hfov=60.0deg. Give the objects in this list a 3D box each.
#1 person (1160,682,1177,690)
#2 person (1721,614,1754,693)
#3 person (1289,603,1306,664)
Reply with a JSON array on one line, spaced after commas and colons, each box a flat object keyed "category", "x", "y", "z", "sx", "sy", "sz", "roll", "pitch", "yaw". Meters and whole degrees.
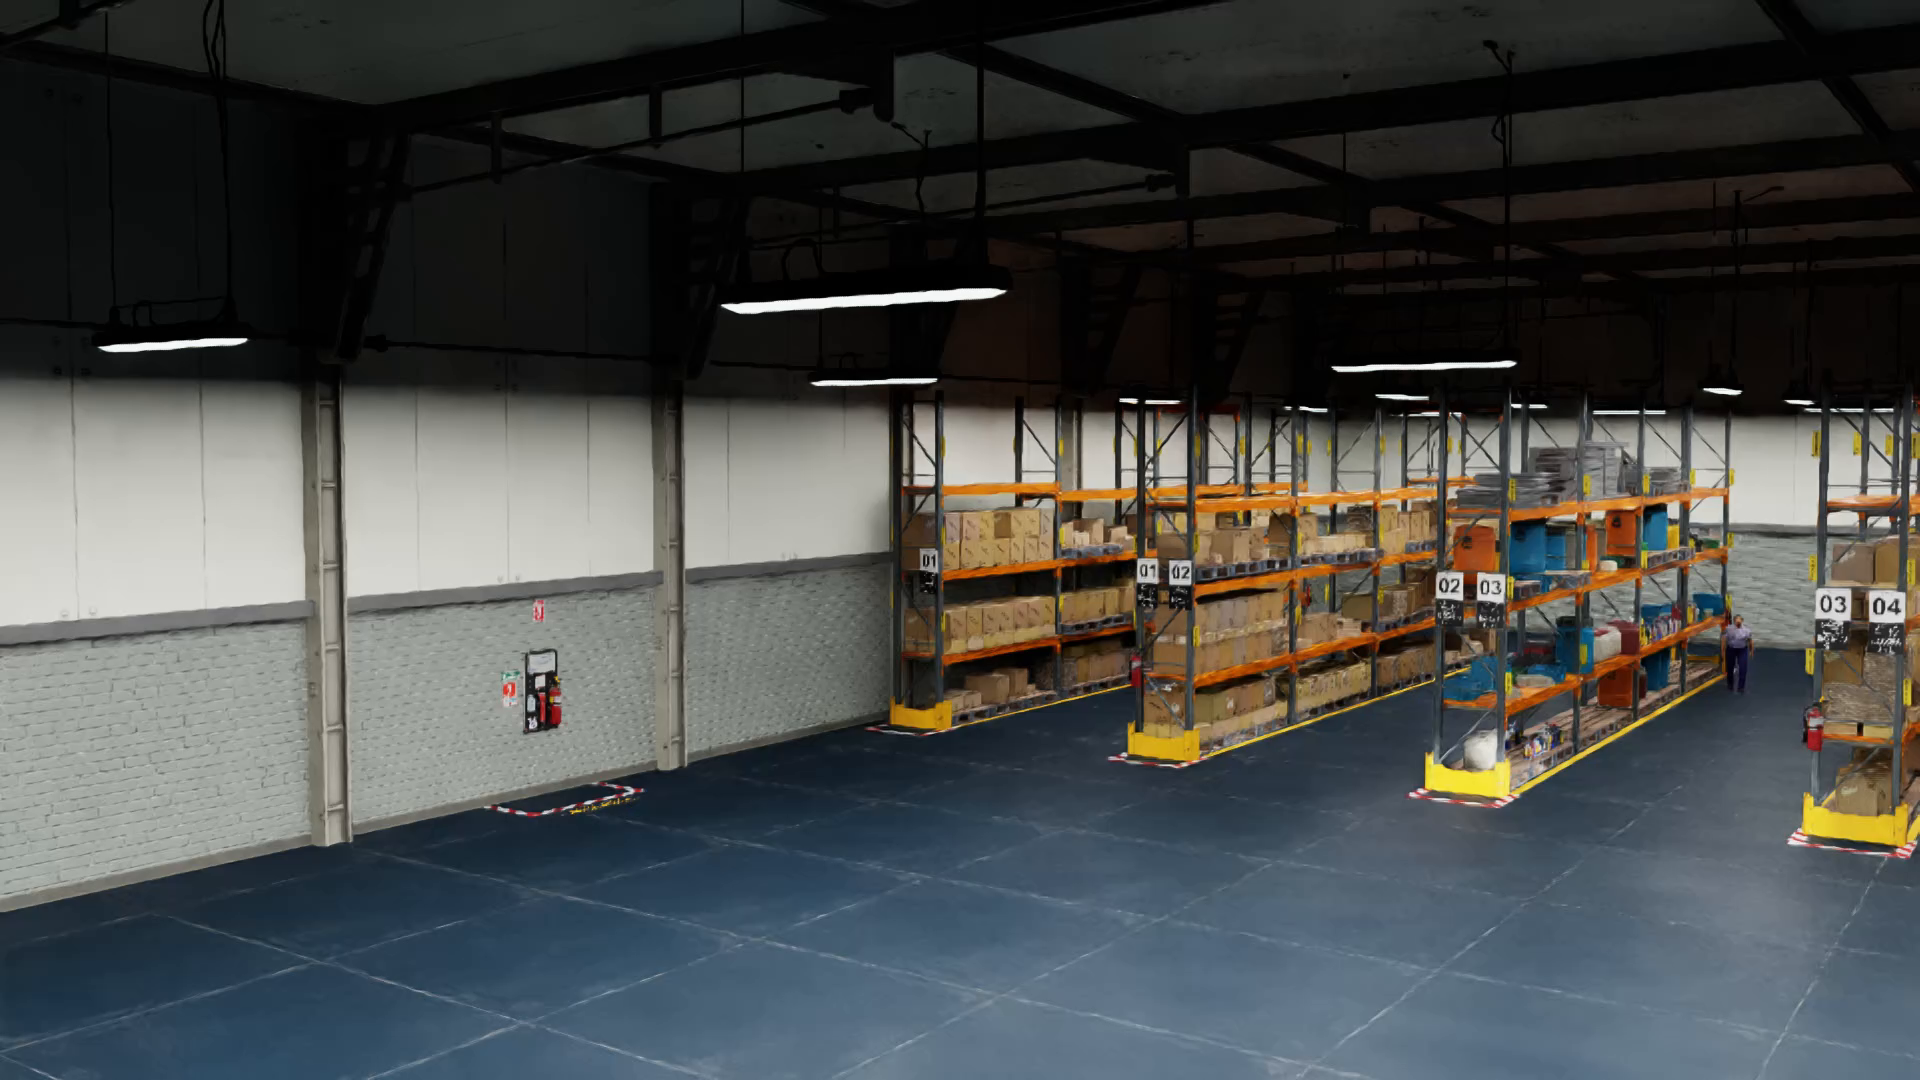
[{"category": "person", "x": 4.333, "y": 2.266, "z": 34.172, "sx": 0.420, "sy": 1.601, "sz": 0.506, "roll": 1, "pitch": 3, "yaw": 10}, {"category": "person", "x": 15.884, "y": 2.289, "z": 33.975, "sx": 0.607, "sy": 1.613, "sz": 0.664, "roll": 2, "pitch": 4, "yaw": 26}, {"category": "person", "x": 7.218, "y": 2.170, "z": 35.511, "sx": 0.543, "sy": 1.648, "sz": 1.115, "roll": 2, "pitch": 4, "yaw": 37}]
